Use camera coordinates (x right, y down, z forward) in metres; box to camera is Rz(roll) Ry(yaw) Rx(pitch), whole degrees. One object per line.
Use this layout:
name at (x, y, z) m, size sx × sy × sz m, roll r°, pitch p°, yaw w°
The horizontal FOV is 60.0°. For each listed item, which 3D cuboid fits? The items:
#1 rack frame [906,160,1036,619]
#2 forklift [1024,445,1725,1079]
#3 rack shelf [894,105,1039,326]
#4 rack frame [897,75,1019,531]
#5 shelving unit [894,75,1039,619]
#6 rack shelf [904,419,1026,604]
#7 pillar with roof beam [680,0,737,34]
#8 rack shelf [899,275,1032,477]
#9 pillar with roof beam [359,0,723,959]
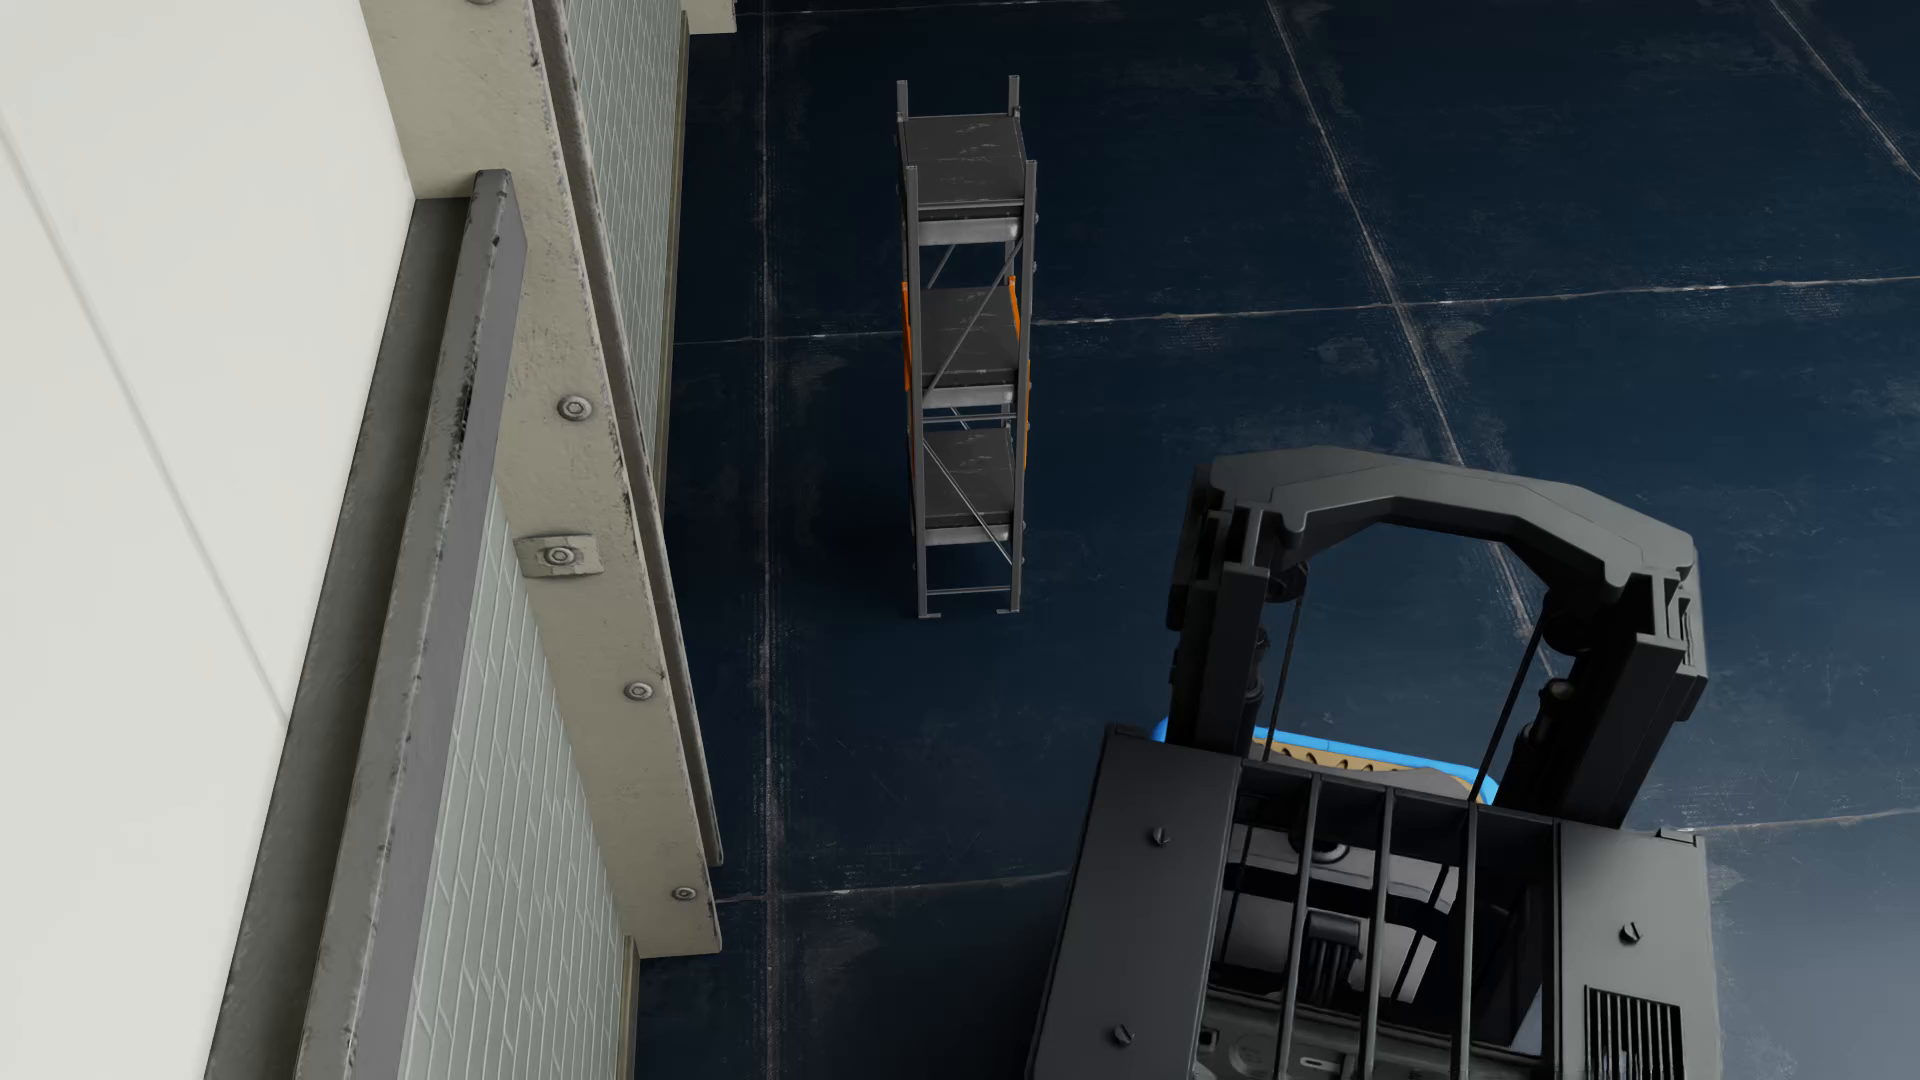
rack frame at (0.034, -0.426, 5.844) m, size 0.400 × 2.100 × 0.015 m, roll -3°, pitch 47°, yaw -3°
forklift at (0.728, 1.356, 3.583) m, size 1.130 × 2.935 × 3.031 m, roll 10°, pitch 47°, yaw 9°
rack shelf at (0.014, -1.074, 5.512) m, size 0.431 × 0.518 × 0.480 m, roll -3°, pitch 47°, yaw -3°
rack frame at (-0.007, -0.779, 6.178) m, size 0.400 × 2.100 × 0.015 m, roll -3°, pitch 47°, yaw -3°
shelving unit at (0.014, -0.602, 6.011) m, size 0.431 × 2.100 × 0.503 m, roll -3°, pitch 47°, yaw -3°
rack shelf at (0.014, -0.112, 6.529) m, size 0.431 × 0.518 × 0.480 m, roll -3°, pitch 47°, yaw -3°
pillar with roof beam at (2.817, -6.449, 6.796) m, size 9.100 × 9.000 × 0.400 m, roll -3°, pitch 47°, yaw -3°
rack shelf at (0.014, -0.593, 6.021) m, size 0.431 × 0.518 × 0.480 m, roll -3°, pitch 47°, yaw -3°
pillar with roof beam at (3.319, -2.108, 2.685) m, size 9.100 × 9.000 × 0.400 m, roll -3°, pitch 47°, yaw -3°
